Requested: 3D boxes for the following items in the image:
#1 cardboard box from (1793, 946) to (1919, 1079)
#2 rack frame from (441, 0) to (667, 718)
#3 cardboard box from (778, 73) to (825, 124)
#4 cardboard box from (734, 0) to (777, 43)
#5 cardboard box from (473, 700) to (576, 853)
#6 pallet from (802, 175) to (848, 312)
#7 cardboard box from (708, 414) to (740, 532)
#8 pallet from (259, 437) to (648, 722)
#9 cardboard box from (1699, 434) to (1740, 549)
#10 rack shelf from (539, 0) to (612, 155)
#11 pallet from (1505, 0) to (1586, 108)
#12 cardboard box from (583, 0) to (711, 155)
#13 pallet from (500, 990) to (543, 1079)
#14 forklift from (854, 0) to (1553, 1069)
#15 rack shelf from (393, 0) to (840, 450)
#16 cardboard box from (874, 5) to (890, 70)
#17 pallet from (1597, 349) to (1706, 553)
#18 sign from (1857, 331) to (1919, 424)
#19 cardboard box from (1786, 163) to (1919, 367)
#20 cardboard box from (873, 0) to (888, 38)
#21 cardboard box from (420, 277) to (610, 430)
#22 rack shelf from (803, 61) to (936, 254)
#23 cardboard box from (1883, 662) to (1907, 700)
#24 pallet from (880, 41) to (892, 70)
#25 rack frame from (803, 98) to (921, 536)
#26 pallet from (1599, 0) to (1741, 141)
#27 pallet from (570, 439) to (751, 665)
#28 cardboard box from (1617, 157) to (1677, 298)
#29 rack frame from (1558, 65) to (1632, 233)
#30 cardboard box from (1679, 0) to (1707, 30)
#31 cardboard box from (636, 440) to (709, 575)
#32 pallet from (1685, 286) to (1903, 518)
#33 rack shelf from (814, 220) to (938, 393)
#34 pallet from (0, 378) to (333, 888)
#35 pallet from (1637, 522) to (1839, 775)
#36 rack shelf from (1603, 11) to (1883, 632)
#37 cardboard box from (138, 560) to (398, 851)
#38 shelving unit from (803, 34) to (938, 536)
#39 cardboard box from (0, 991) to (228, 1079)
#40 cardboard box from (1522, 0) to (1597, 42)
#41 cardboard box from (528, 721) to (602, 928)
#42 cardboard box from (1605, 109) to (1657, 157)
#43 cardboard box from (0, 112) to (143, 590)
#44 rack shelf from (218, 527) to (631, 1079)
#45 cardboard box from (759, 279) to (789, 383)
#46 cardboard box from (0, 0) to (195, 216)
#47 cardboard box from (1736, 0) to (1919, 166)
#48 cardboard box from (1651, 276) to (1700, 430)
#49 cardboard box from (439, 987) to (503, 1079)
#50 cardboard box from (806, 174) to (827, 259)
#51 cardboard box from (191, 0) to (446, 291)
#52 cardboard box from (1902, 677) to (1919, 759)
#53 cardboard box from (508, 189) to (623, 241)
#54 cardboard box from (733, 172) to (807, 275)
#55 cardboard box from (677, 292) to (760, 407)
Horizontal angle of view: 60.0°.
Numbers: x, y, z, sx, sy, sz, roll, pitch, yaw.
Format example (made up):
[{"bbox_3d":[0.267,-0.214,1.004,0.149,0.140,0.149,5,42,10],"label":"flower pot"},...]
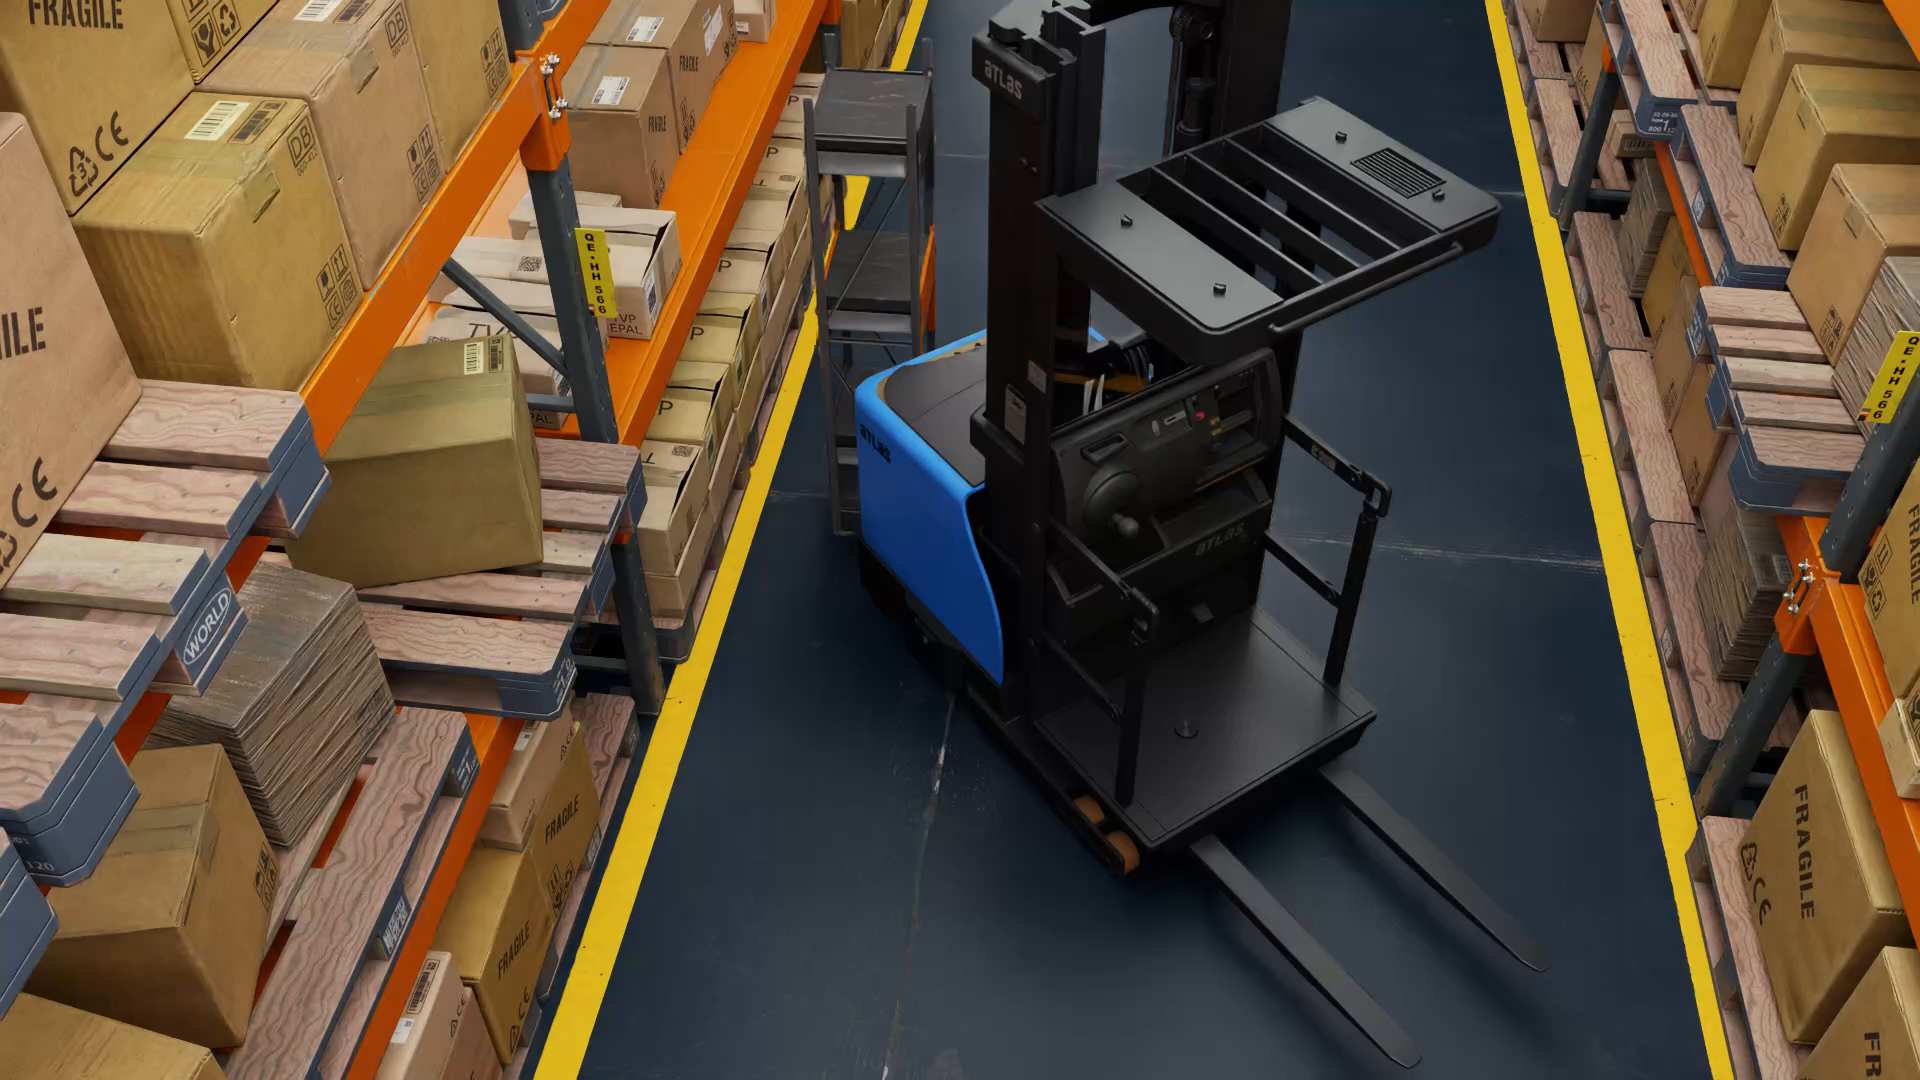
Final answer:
[{"bbox_3d":[2.889,1.682,4.573,0.750,0.750,0.750,5,44,5],"label":"cardboard box"},{"bbox_3d":[-1.672,-0.480,5.597,1.000,3.000,0.127,5,44,6],"label":"rack frame"},{"bbox_3d":[-0.913,-2.262,8.766,0.500,0.311,0.500,5,44,6],"label":"cardboard box"},{"bbox_3d":[-1.078,-2.541,7.872,0.396,0.266,0.258,4,44,4],"label":"cardboard box"},{"bbox_3d":[-1.567,0.693,5.311,0.500,0.250,0.500,7,44,7],"label":"cardboard box"},{"bbox_3d":[-1.202,-1.688,8.901,1.003,0.211,1.213,5,44,6],"label":"pallet"},{"bbox_3d":[-1.246,-0.307,7.109,0.500,0.250,0.500,4,44,4],"label":"cardboard box"},{"bbox_3d":[-1.692,0.058,5.169,1.213,0.211,1.003,5,44,6],"label":"pallet"},{"bbox_3d":[3.465,-0.120,6.715,0.700,0.500,0.500,5,44,5],"label":"cardboard box"},{"bbox_3d":[-1.408,-2.671,6.253,1.077,0.370,4.000,5,44,6],"label":"rack shelf"},{"bbox_3d":[3.980,-3.040,10.330,1.003,0.211,1.213,5,44,6],"label":"pallet"},{"bbox_3d":[-1.397,-2.020,7.151,0.500,0.500,0.500,5,44,6],"label":"cardboard box"},{"bbox_3d":[-1.972,1.867,5.147,1.003,0.211,1.213,5,44,6],"label":"pallet"},{"bbox_3d":[0.825,-0.236,5.389,1.130,2.935,3.031,-25,49,-24],"label":"forklift"},{"bbox_3d":[-1.408,-1.582,7.284,1.077,0.370,4.000,5,44,6],"label":"rack shelf"},{"bbox_3d":[-0.710,-2.989,9.941,0.500,0.250,0.500,5,44,6],"label":"cardboard box"},{"bbox_3d":[3.507,-0.381,7.521,1.003,0.211,1.213,5,44,6],"label":"pallet"},{"bbox_3d":[2.699,-0.467,4.799,0.100,0.325,0.005,5,44,6],"label":"sign"},{"bbox_3d":[3.338,-0.933,5.683,0.700,0.500,0.500,1,43,2],"label":"cardboard box"},{"bbox_3d":[-0.714,-3.261,9.684,0.500,0.500,0.500,5,44,6],"label":"cardboard box"},{"bbox_3d":[-1.581,-0.691,5.886,0.500,0.311,0.500,8,44,8],"label":"cardboard box"},{"bbox_3d":[-0.330,-1.443,6.271,0.431,0.518,0.480,4,44,4],"label":"rack shelf"},{"bbox_3d":[2.923,0.426,4.809,0.380,0.149,0.250,6,44,6],"label":"cardboard box"},{"bbox_3d":[-0.997,-2.732,10.003,1.003,0.211,1.213,5,44,6],"label":"pallet"},{"bbox_3d":[-0.354,-0.778,6.567,0.400,2.100,0.015,4,44,4],"label":"rack frame"},{"bbox_3d":[3.522,-2.181,7.533,1.003,0.211,1.213,5,44,6],"label":"pallet"},{"bbox_3d":[-1.525,-0.025,7.145,1.003,0.211,1.213,5,44,6],"label":"pallet"},{"bbox_3d":[3.686,-1.507,8.180,0.700,0.500,0.500,7,44,7],"label":"cardboard box"},{"bbox_3d":[3.767,-2.758,8.003,1.000,3.000,0.127,5,44,6],"label":"rack frame"},{"bbox_3d":[3.666,-2.610,7.455,0.700,0.500,0.500,5,44,6],"label":"cardboard box"},{"bbox_3d":[-1.312,-0.168,6.554,0.500,0.311,0.500,7,44,7],"label":"cardboard box"},{"bbox_3d":[3.227,-0.458,5.714,1.213,0.211,1.003,5,44,6],"label":"pallet"},{"bbox_3d":[-0.330,-0.935,6.752,0.431,0.518,0.480,4,44,4],"label":"rack shelf"},{"bbox_3d":[-1.911,0.080,2.961,1.213,0.211,1.003,5,44,6],"label":"pallet"},{"bbox_3d":[3.343,0.448,6.645,1.003,0.211,1.213,5,44,6],"label":"pallet"},{"bbox_3d":[3.503,-1.134,6.811,1.077,0.370,4.000,5,44,6],"label":"rack shelf"},{"bbox_3d":[-1.954,0.377,4.314,0.700,0.500,0.500,13,45,13],"label":"cardboard box"},{"bbox_3d":[-0.330,-0.945,6.743,0.431,2.100,0.503,4,44,4],"label":"shelving unit"},{"bbox_3d":[-1.889,1.281,3.360,0.700,0.500,0.500,12,45,12],"label":"cardboard box"},{"bbox_3d":[3.893,-3.389,10.168,0.700,0.500,0.500,3,44,3],"label":"cardboard box"},{"bbox_3d":[-1.563,0.927,5.610,0.500,0.500,0.500,7,44,7],"label":"cardboard box"},{"bbox_3d":[3.808,-2.256,9.214,0.380,0.166,0.250,0,43,0],"label":"cardboard box"},{"bbox_3d":[-1.888,-0.314,2.790,0.600,0.600,0.600,4,44,4],"label":"cardboard box"},{"bbox_3d":[-1.937,1.144,4.405,1.077,0.370,4.000,5,44,6],"label":"rack shelf"},{"bbox_3d":[-1.115,-1.011,7.853,0.500,0.250,0.500,6,44,6],"label":"cardboard box"},{"bbox_3d":[-1.871,-0.977,3.140,0.500,0.500,0.500,5,44,6],"label":"cardboard box"},{"bbox_3d":[3.529,-1.779,6.576,0.700,0.500,0.500,11,45,11],"label":"cardboard box"},{"bbox_3d":[3.560,-0.806,7.440,0.700,0.500,0.500,6,44,6],"label":"cardboard box"},{"bbox_3d":[-1.695,1.638,4.859,0.500,0.500,0.500,4,44,4],"label":"cardboard box"},{"bbox_3d":[-0.980,-1.706,8.587,0.500,0.250,0.500,5,44,5],"label":"cardboard box"},{"bbox_3d":[-1.764,-0.957,3.847,0.910,0.500,0.500,5,44,6],"label":"cardboard box"},{"bbox_3d":[2.842,0.480,4.280,0.500,0.500,0.500,7,44,7],"label":"cardboard box"},{"bbox_3d":[-1.560,-1.263,6.607,0.380,0.149,0.250,8,44,9],"label":"cardboard box"},{"bbox_3d":[-1.044,-1.566,8.031,0.500,0.311,0.500,5,44,5],"label":"cardboard box"},{"bbox_3d":[-1.181,-0.874,7.300,0.500,0.311,0.500,4,44,4],"label":"cardboard box"}]
